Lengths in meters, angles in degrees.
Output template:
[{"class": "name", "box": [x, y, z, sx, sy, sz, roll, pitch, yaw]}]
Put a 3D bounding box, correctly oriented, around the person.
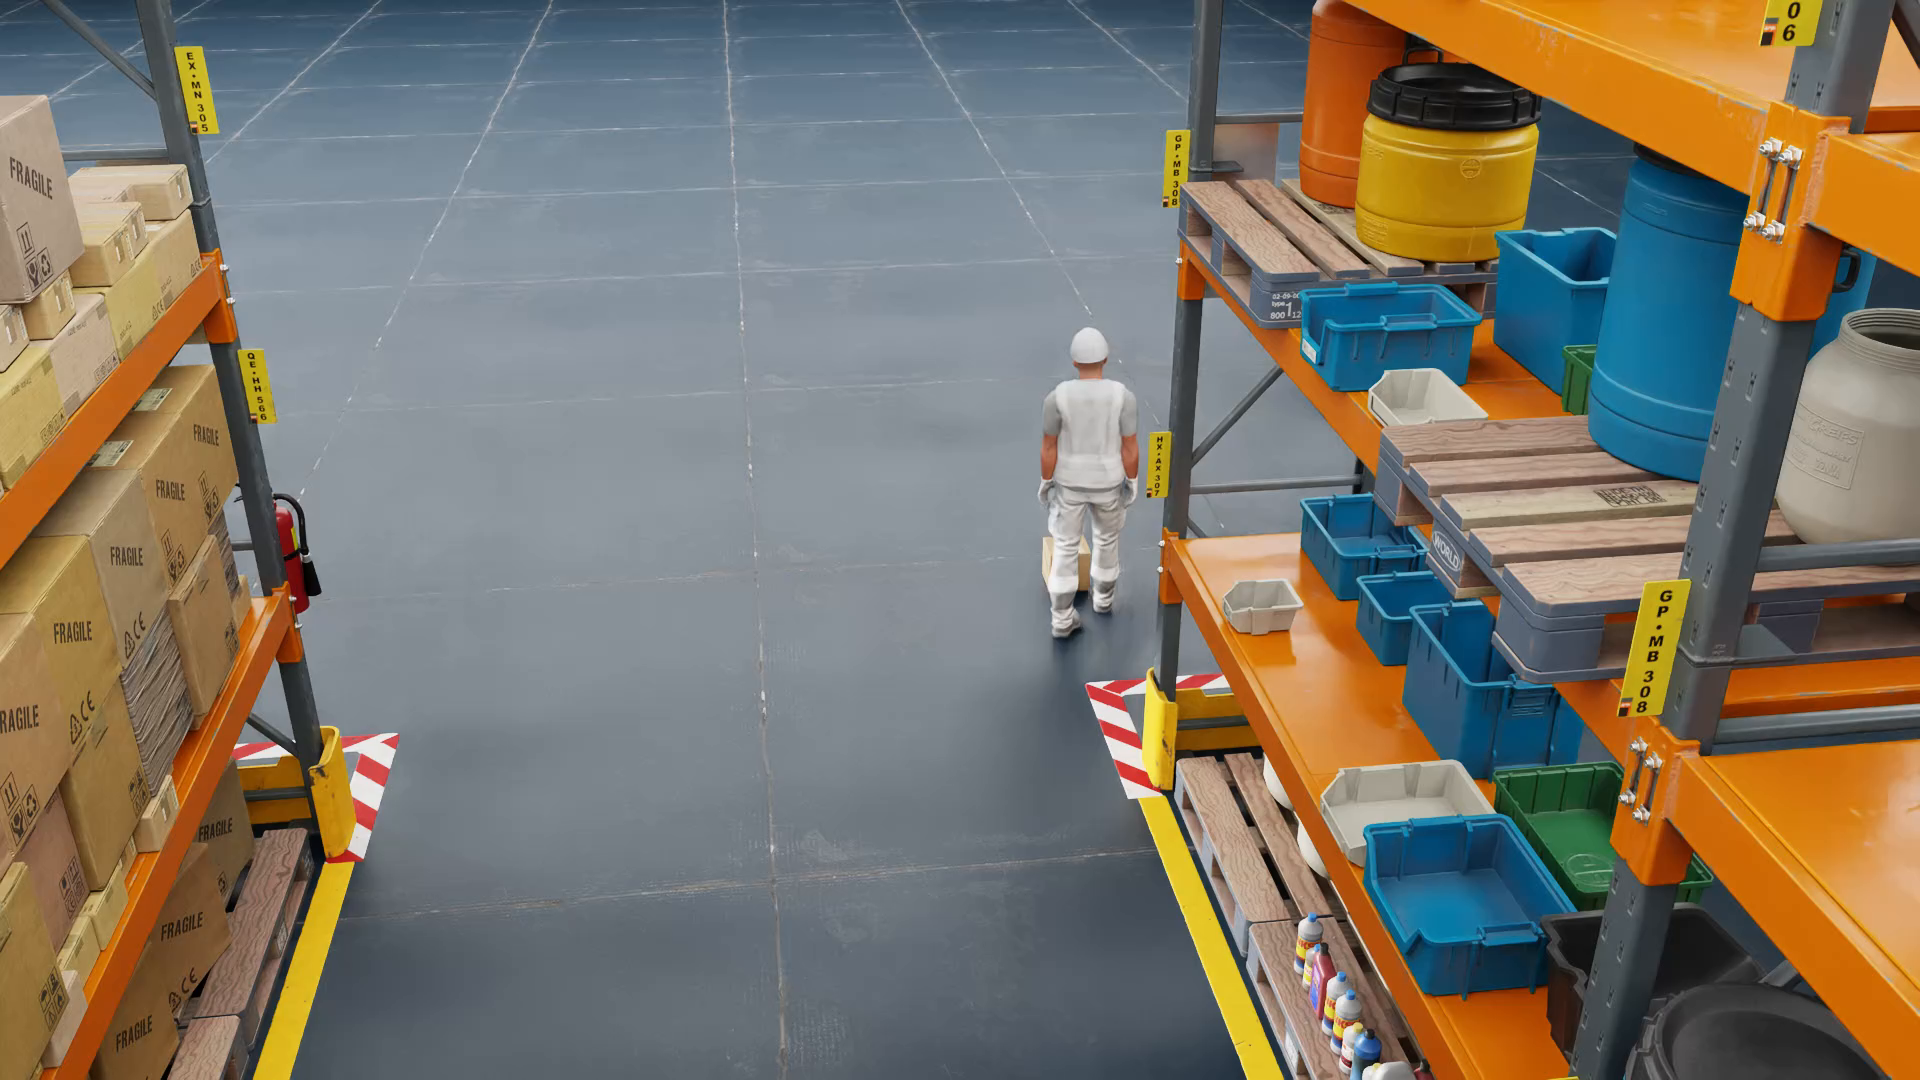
[{"class": "person", "box": [0.715, -0.355, 9.278, 0.550, 1.792, 0.644, 2, 27, 4]}]
